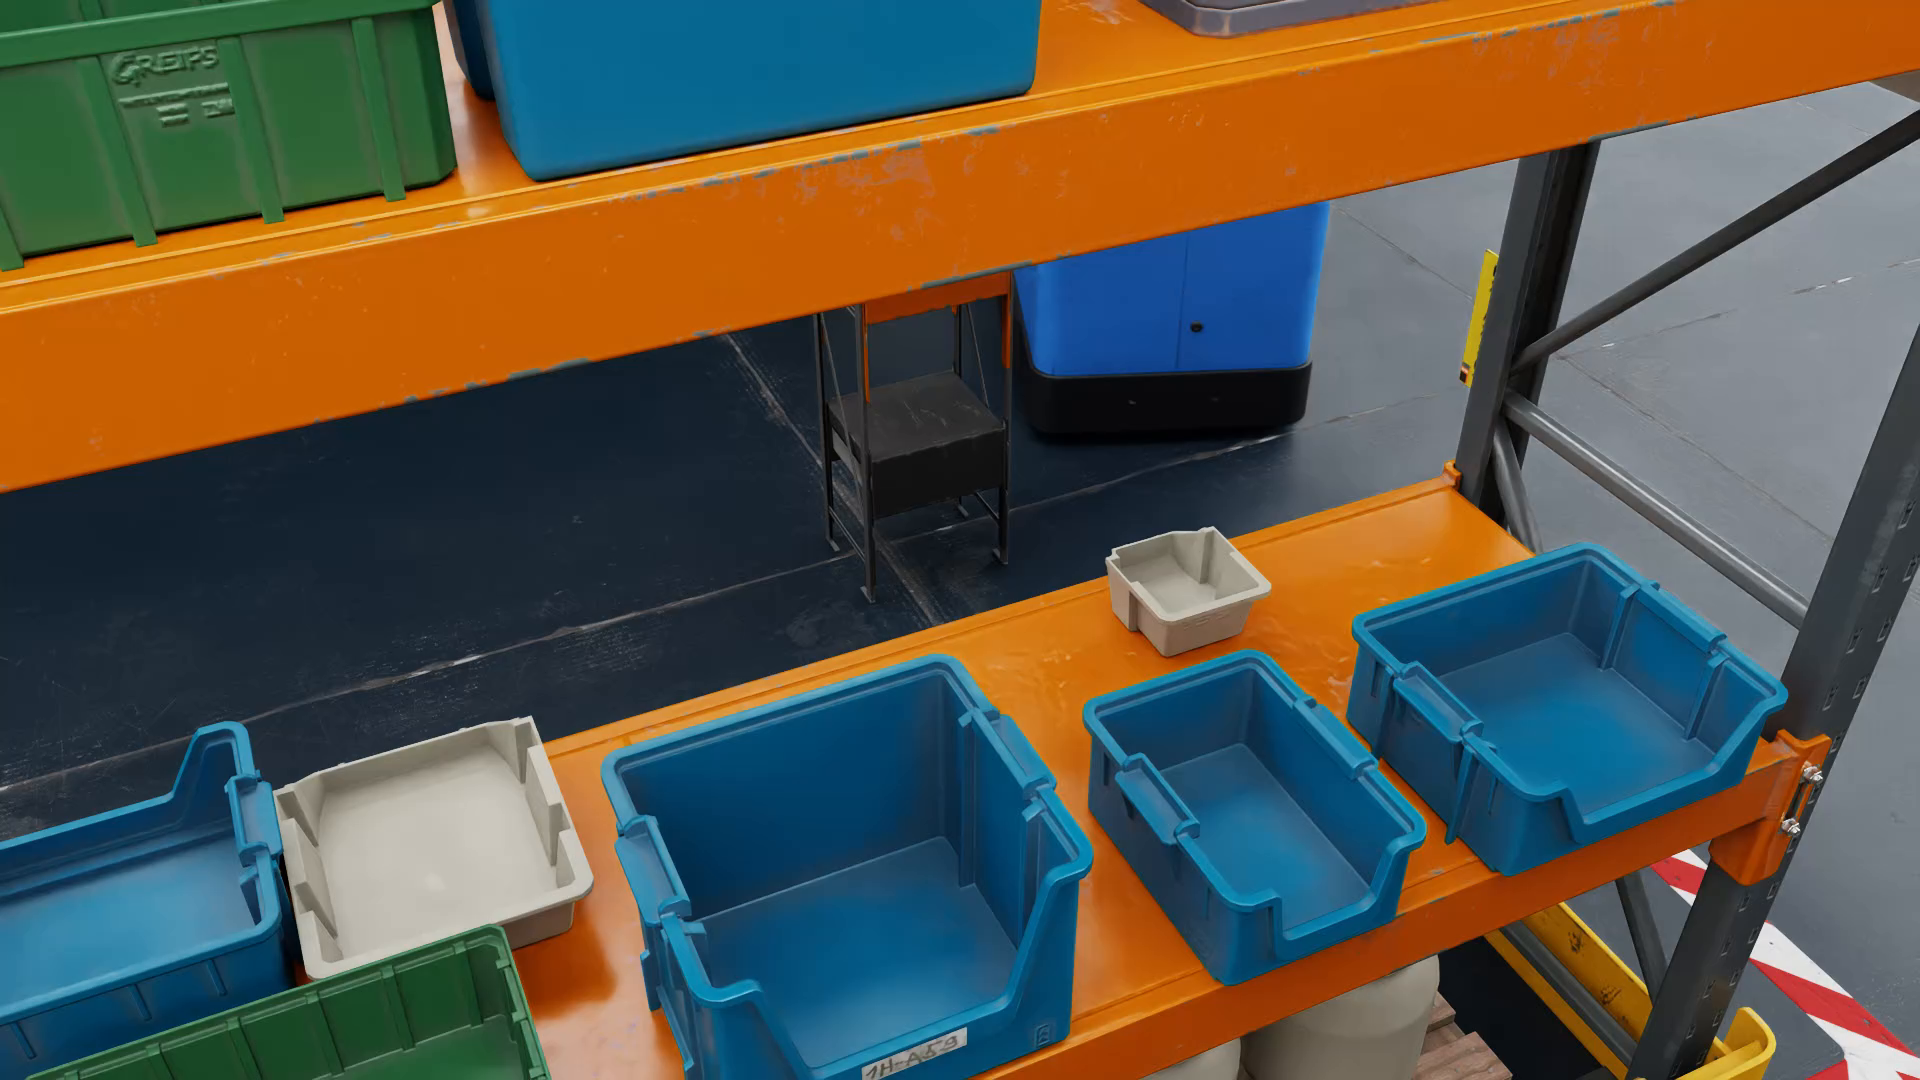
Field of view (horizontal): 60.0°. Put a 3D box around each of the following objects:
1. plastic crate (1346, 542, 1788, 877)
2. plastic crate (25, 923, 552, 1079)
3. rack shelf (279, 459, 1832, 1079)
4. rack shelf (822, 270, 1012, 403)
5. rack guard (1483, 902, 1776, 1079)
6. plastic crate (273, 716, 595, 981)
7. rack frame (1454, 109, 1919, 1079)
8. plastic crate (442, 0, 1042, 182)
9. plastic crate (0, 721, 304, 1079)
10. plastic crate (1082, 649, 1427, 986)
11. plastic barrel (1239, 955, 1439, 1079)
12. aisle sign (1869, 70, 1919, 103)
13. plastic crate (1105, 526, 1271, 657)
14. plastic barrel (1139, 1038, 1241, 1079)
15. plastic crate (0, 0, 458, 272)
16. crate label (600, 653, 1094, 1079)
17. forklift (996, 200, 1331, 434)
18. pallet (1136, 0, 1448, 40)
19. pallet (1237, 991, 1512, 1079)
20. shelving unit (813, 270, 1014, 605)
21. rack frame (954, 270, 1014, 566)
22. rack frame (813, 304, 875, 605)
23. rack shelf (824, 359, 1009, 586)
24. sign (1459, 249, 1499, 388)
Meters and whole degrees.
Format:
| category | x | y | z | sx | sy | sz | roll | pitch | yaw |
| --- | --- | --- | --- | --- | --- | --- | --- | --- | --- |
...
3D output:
| category | x | y | z | sx | sy | sz | roll | pitch | yaw |
| --- | --- | --- | --- | --- | --- | --- | --- | --- | --- |
| plastic crate | 1.056 | 0.290 | 2.966 | 0.616 | 0.251 | 0.499 | -16 | 39 | -20 |
| plastic crate | -0.891 | 0.848 | 2.267 | 0.662 | 0.188 | 0.450 | -16 | 39 | -20 |
| rack shelf | -0.429 | 0.737 | 2.842 | 4.000 | 0.370 | 1.077 | -16 | 39 | -20 |
| rack shelf | -0.150 | -0.790 | 5.076 | 0.480 | 0.518 | 0.431 | -16 | 39 | -20 |
| rack guard | 1.333 | 0.990 | 3.995 | 0.348 | 0.500 | 1.175 | -16 | 39 | -20 |
| plastic crate | -0.877 | 0.513 | 2.762 | 0.437 | 0.136 | 0.530 | -16 | 39 | -20 |
| rack frame | 1.382 | -0.058 | 3.311 | 0.127 | 3.000 | 1.000 | -16 | 39 | -20 |
| plastic crate | -0.217 | -0.611 | 1.552 | 0.575 | 0.384 | 0.392 | -16 | 39 | -20 |
| plastic crate | -1.353 | 0.587 | 2.565 | 0.616 | 0.251 | 0.499 | -16 | 39 | -20 |
| plastic crate | 0.465 | 0.451 | 2.749 | 0.408 | 0.251 | 0.499 | -16 | 39 | -20 |
| plastic barrel | 0.818 | 0.980 | 3.646 | 0.421 | 0.512 | 0.421 | 0 | 37 | 0 |
| aisle sign | 1.573 | -0.960 | 2.345 | 0.004 | 0.787 | 0.394 | -16 | 39 | -20 |
| plastic crate | 0.435 | 0.101 | 3.318 | 0.250 | 0.136 | 0.298 | -16 | 39 | -20 |
| plastic barrel | 0.365 | 1.107 | 3.475 | 0.421 | 0.512 | 0.421 | 0 | 37 | 0 |
| plastic crate | -0.695 | -0.418 | 1.455 | 0.450 | 0.188 | 0.336 | -16 | 39 | -20 |
| crate label | -0.170 | 0.539 | 2.475 | 0.616 | 0.435 | 0.502 | -16 | 39 | -20 |
| forklift | 0.678 | -2.429 | 6.565 | 1.130 | 2.935 | 3.031 | -2 | 37 | -3 |
| pallet | 0.591 | -1.030 | 2.262 | 1.213 | 0.211 | 1.003 | -16 | 39 | -20 |
| pallet | 0.595 | 1.309 | 3.808 | 1.213 | 0.211 | 1.003 | -16 | 39 | -20 |
| shelving unit | -0.150 | -0.801 | 5.068 | 0.503 | 2.100 | 0.431 | -16 | 39 | -20 |
| rack frame | 0.071 | -0.863 | 5.151 | 0.015 | 2.100 | 0.400 | -16 | 39 | -20 |
| rack frame | -0.371 | -0.740 | 4.985 | 0.015 | 2.100 | 0.400 | -16 | 39 | -20 |
| rack shelf | -0.150 | -0.228 | 5.493 | 0.480 | 0.518 | 0.431 | -16 | 39 | -20 |
| sign | 1.152 | -0.467 | 3.630 | 0.005 | 0.325 | 0.100 | -16 | 39 | -20 |
